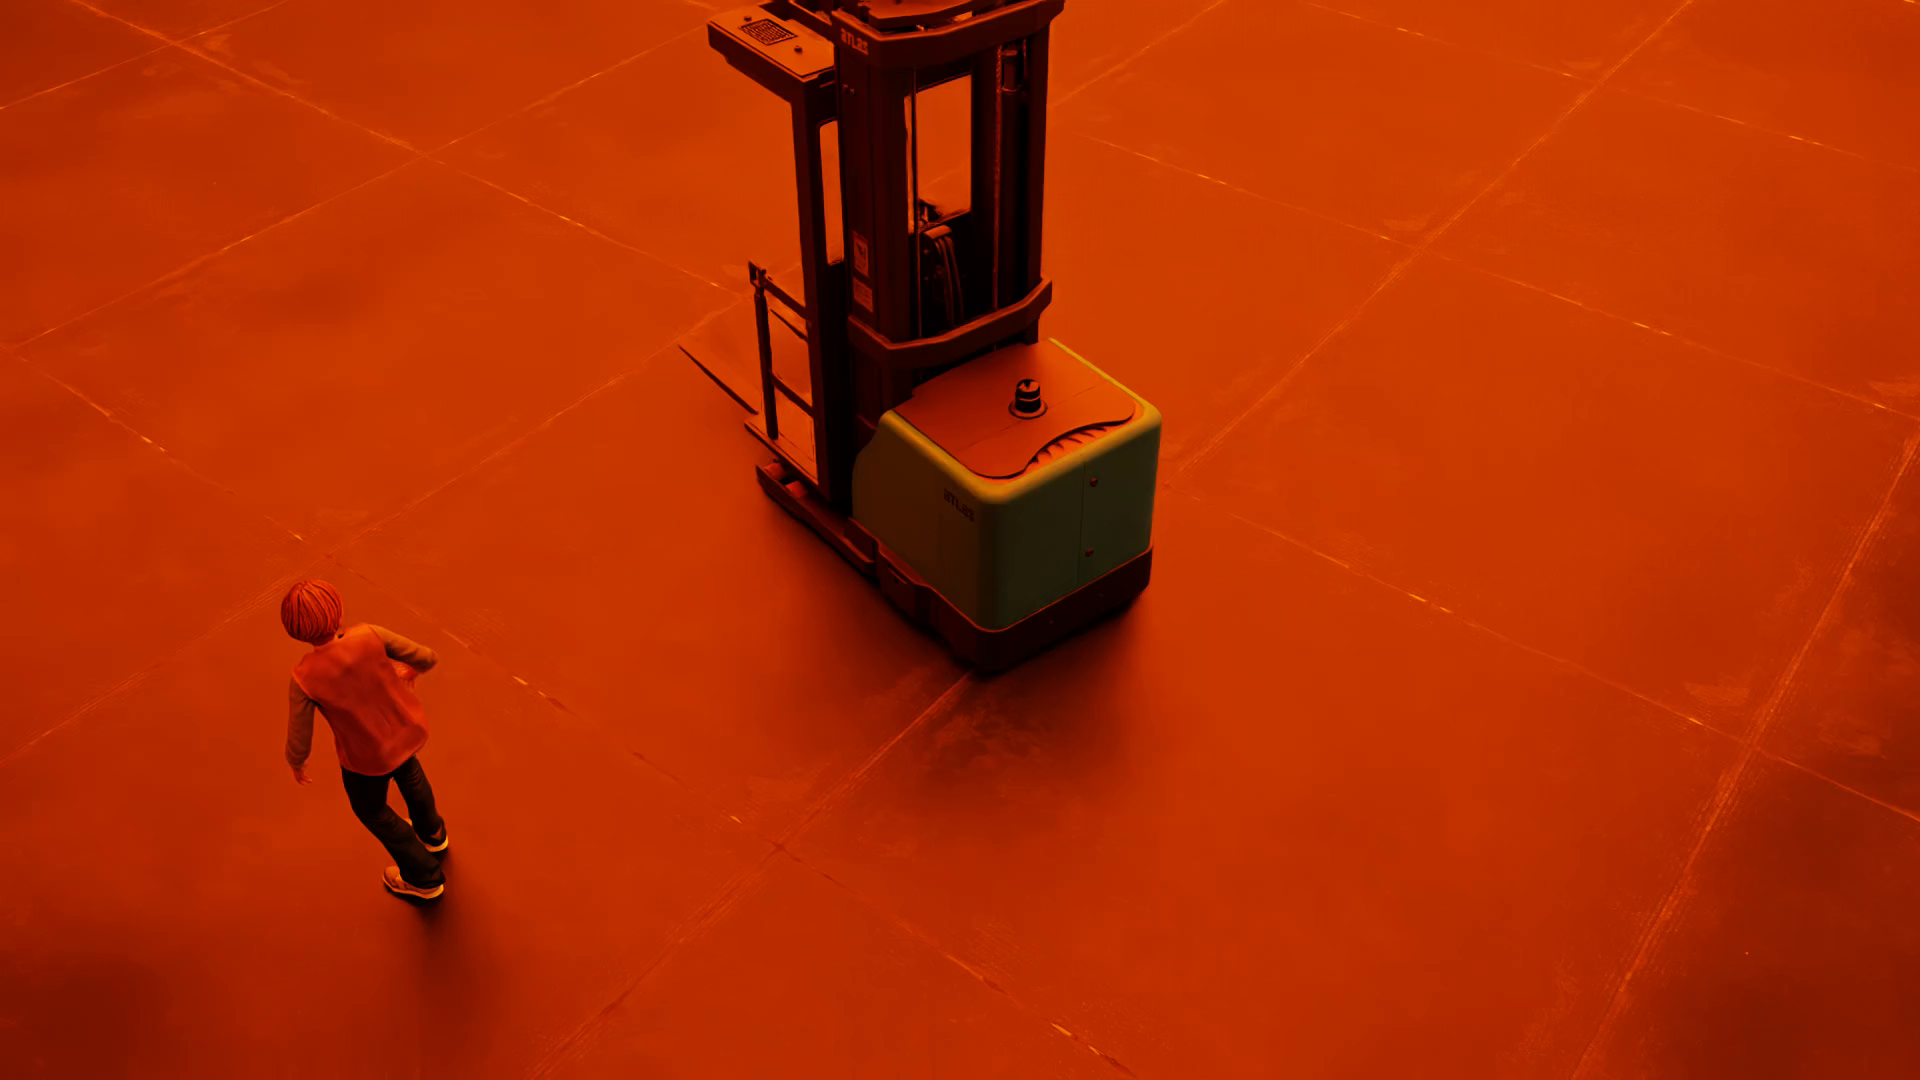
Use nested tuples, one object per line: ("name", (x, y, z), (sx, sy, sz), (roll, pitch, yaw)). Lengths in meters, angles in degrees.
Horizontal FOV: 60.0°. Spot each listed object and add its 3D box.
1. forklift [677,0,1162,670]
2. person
("forklift", (-0.391, -1.425, 7.745), (1.130, 2.935, 3.031), (-27, 47, -28))
("person", (-2.241, 0.757, 6.243), (0.446, 1.573, 0.611), (25, 46, 26))
